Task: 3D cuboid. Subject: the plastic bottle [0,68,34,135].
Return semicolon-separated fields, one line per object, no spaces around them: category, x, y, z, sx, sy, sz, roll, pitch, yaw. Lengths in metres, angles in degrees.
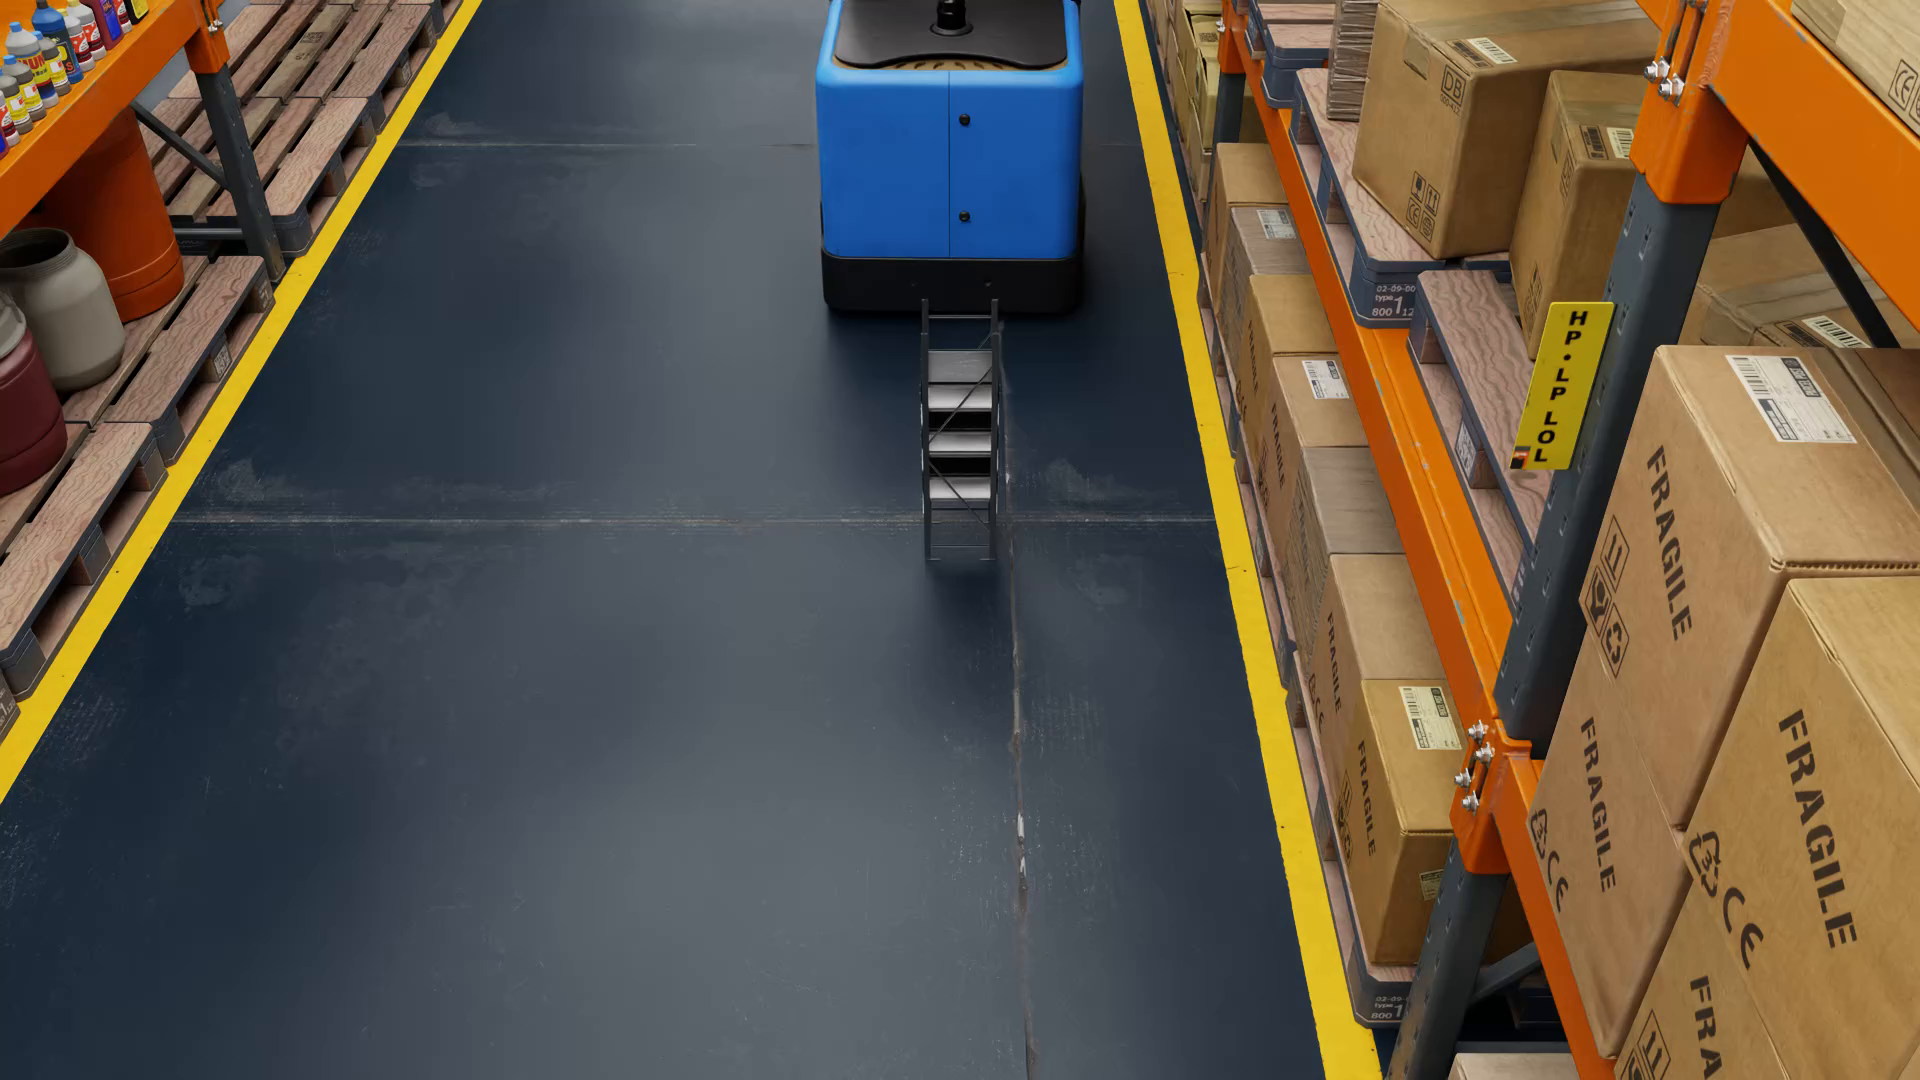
plastic bottle;-3.006;-1.388;5.242;0.097;0.201;0.097;0;39;0

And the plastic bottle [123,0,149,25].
plastic bottle;-2.989;-2.001;5.942;0.061;0.283;0.133;0;39;0

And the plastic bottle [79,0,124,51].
plastic bottle;-2.989;-1.857;5.762;0.061;0.283;0.133;0;39;0

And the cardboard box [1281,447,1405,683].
cardboard box;1.262;0.073;4.907;0.500;0.500;0.500;0;39;1

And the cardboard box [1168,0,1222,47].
cardboard box;1.285;-2.579;7.984;0.500;0.311;0.500;0;39;0

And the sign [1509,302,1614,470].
sign;0.987;-0.249;2.736;0.100;0.325;0.005;0;39;0

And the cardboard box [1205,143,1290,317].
cardboard box;1.252;-1.212;6.511;0.500;0.500;0.500;2;39;2

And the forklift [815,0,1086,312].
forklift;-0.011;-2.969;7.111;1.130;2.935;3.031;1;39;1

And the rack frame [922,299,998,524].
rack frame;0.000;-0.410;5.542;0.240;0.900;0.006;0;39;0

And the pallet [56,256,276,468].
pallet;-3.374;-0.718;6.478;1.003;0.211;1.213;0;39;0

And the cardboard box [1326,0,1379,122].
cardboard box;1.461;-1.538;4.855;0.700;0.500;0.500;7;39;8

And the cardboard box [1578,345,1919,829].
cardboard box;1.261;0.066;2.389;0.500;0.500;0.500;1;39;1

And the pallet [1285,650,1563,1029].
pallet;1.503;0.780;4.608;1.003;0.211;1.213;0;39;0

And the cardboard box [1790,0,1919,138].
cardboard box;1.295;-0.607;1.830;0.500;0.250;0.500;0;39;0

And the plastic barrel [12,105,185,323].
plastic barrel;-3.399;-1.311;6.387;0.600;0.830;0.708;0;39;0

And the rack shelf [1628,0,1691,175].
rack shelf;1.539;-1.940;3.949;1.077;0.370;4.000;0;39;0

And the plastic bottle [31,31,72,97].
plastic bottle;-3.007;-1.570;5.470;0.097;0.201;0.097;0;39;0

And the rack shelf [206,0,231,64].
rack shelf;-3.418;-3.270;8.007;1.077;0.370;4.000;0;39;0

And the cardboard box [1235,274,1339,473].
cardboard box;1.254;-0.571;5.711;0.500;0.500;0.500;-1;39;-1

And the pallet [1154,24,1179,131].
pallet;1.577;-2.489;8.687;1.003;0.211;1.213;0;39;0

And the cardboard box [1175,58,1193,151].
cardboard box;1.289;-2.043;7.764;0.500;0.250;0.500;0;39;-1

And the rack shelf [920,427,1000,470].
rack shelf;0.000;-0.320;5.483;0.258;0.077;0.200;0;39;0

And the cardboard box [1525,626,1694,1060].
cardboard box;1.270;0.480;2.672;0.500;0.500;0.500;1;39;1

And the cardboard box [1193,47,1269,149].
cardboard box;1.290;-1.938;7.184;0.500;0.311;0.500;1;39;1

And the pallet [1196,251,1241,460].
pallet;1.500;-0.746;6.512;1.003;0.211;1.213;0;39;0

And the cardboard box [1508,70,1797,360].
cardboard box;1.701;-0.729;3.845;0.700;0.500;0.500;6;39;7

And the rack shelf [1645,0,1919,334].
rack shelf;1.544;0.561;0.827;1.077;0.370;4.000;0;39;0

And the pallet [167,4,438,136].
pallet;-3.377;-2.457;8.647;1.003;0.211;1.213;0;39;0

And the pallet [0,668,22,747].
pallet;-3.371;0.807;4.574;1.003;0.211;1.213;0;39;0

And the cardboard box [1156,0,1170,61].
cardboard box;1.288;-2.679;8.557;0.500;0.250;0.500;1;39;1

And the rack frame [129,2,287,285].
rack frame;-3.416;-2.300;6.221;1.000;3.000;0.127;0;39;0

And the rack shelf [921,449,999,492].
rack shelf;0.000;-0.250;5.539;0.258;0.077;0.200;0;39;0

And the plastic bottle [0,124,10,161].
plastic bottle;-2.988;-1.287;5.050;0.061;0.283;0.133;0;39;0

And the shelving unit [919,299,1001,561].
shelving unit;0.000;-0.346;5.462;0.258;0.900;0.210;0;39;0

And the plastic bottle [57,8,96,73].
plastic bottle;-3.007;-1.692;5.622;0.097;0.201;0.097;0;39;0

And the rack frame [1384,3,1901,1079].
rack frame;1.545;0.201;3.101;0.949;2.616;0.053;0;39;0

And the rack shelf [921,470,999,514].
rack shelf;0.000;-0.180;5.596;0.258;0.077;0.200;0;39;0

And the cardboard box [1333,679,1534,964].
cardboard box;1.255;0.696;4.130;0.500;0.500;0.500;0;39;0

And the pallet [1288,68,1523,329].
pallet;1.544;-1.010;4.765;1.003;0.211;1.213;0;39;0

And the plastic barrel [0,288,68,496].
plastic barrel;-3.397;-0.510;5.581;0.600;0.588;0.708;0;39;0
